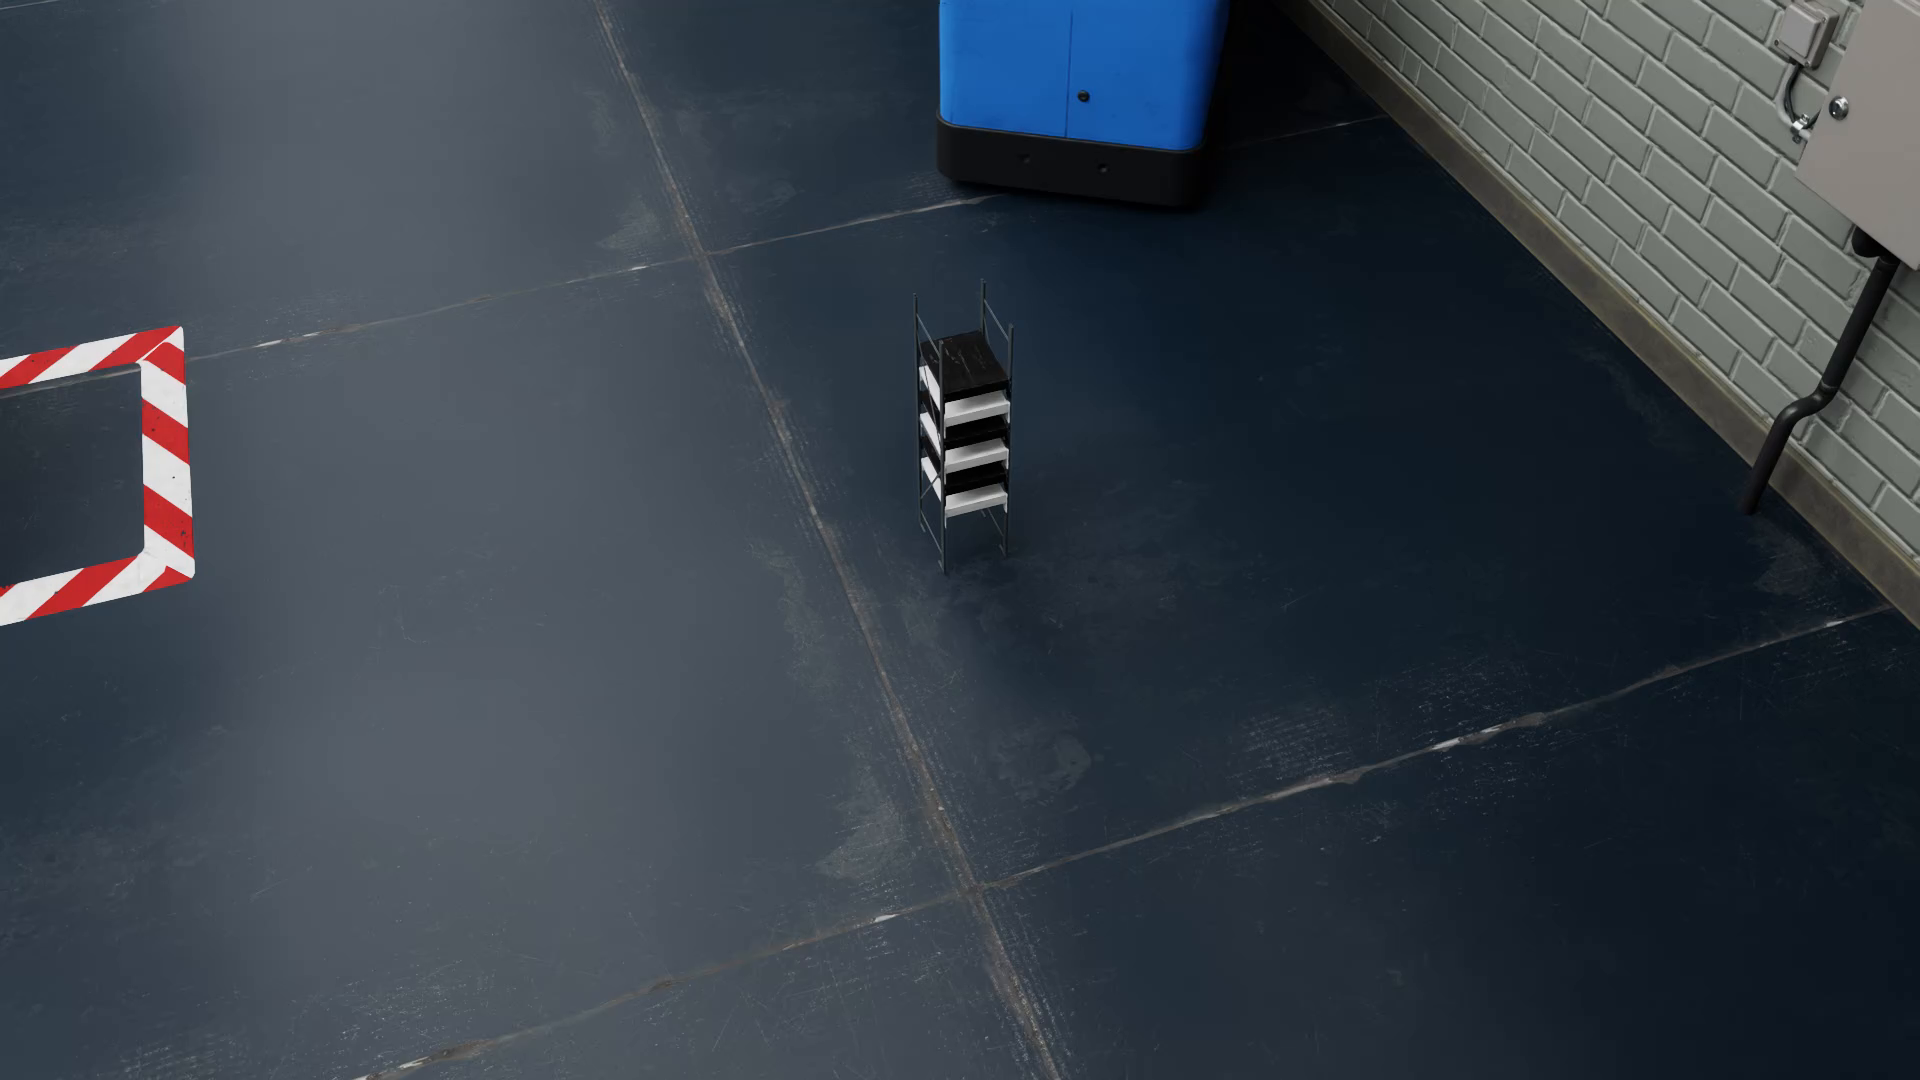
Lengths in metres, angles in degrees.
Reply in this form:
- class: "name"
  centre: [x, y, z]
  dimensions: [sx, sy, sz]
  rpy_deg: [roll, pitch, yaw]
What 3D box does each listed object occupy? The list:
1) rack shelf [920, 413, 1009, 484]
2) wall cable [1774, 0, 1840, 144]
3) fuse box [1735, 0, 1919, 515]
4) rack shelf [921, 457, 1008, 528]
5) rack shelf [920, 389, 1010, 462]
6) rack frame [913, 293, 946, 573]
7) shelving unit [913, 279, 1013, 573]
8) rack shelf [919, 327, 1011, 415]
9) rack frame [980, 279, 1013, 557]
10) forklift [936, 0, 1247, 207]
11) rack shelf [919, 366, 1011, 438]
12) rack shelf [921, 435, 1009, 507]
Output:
- class: "rack shelf"
  centre: [0.008, -0.296, 4.957]
  dimensions: [0.200, 0.077, 0.258]
  rpy_deg: [-14, 47, -14]
- class: "wall cable"
  centre: [2.424, -1.985, 4.393]
  dimensions: [0.122, 1.984, 0.588]
  rpy_deg: [-14, 47, -14]
- class: "fuse box"
  centre: [2.508, -0.679, 4.718]
  dimensions: [0.414, 1.711, 0.539]
  rpy_deg: [-14, 47, -14]
- class: "rack shelf"
  centre: [0.008, -0.169, 5.084]
  dimensions: [0.200, 0.077, 0.258]
  rpy_deg: [-14, 47, -14]
- class: "rack shelf"
  centre: [0.008, -0.360, 4.893]
  dimensions: [0.200, 0.077, 0.258]
  rpy_deg: [-14, 47, -14]
- class: "rack frame"
  centre: [-0.088, -0.295, 4.909]
  dimensions: [0.006, 0.900, 0.240]
  rpy_deg: [-14, 47, -14]
- class: "shelving unit"
  centre: [0.008, -0.320, 4.933]
  dimensions: [0.210, 0.900, 0.258]
  rpy_deg: [-14, 47, -14]
- class: "rack shelf"
  centre: [0.008, -0.487, 4.766]
  dimensions: [0.200, 0.077, 0.258]
  rpy_deg: [-14, 47, -14]
- class: "rack frame"
  centre: [0.103, -0.344, 4.958]
  dimensions: [0.006, 0.900, 0.240]
  rpy_deg: [-14, 47, -14]
- class: "forklift"
  centre: [0.723, -3.386, 6.555]
  dimensions: [1.130, 2.935, 3.031]
  rpy_deg: [9, 46, 9]
- class: "rack shelf"
  centre: [0.008, -0.423, 4.829]
  dimensions: [0.200, 0.077, 0.258]
  rpy_deg: [-14, 47, -14]
- class: "rack shelf"
  centre: [0.008, -0.233, 5.021]
  dimensions: [0.200, 0.077, 0.258]
  rpy_deg: [-14, 47, -14]
